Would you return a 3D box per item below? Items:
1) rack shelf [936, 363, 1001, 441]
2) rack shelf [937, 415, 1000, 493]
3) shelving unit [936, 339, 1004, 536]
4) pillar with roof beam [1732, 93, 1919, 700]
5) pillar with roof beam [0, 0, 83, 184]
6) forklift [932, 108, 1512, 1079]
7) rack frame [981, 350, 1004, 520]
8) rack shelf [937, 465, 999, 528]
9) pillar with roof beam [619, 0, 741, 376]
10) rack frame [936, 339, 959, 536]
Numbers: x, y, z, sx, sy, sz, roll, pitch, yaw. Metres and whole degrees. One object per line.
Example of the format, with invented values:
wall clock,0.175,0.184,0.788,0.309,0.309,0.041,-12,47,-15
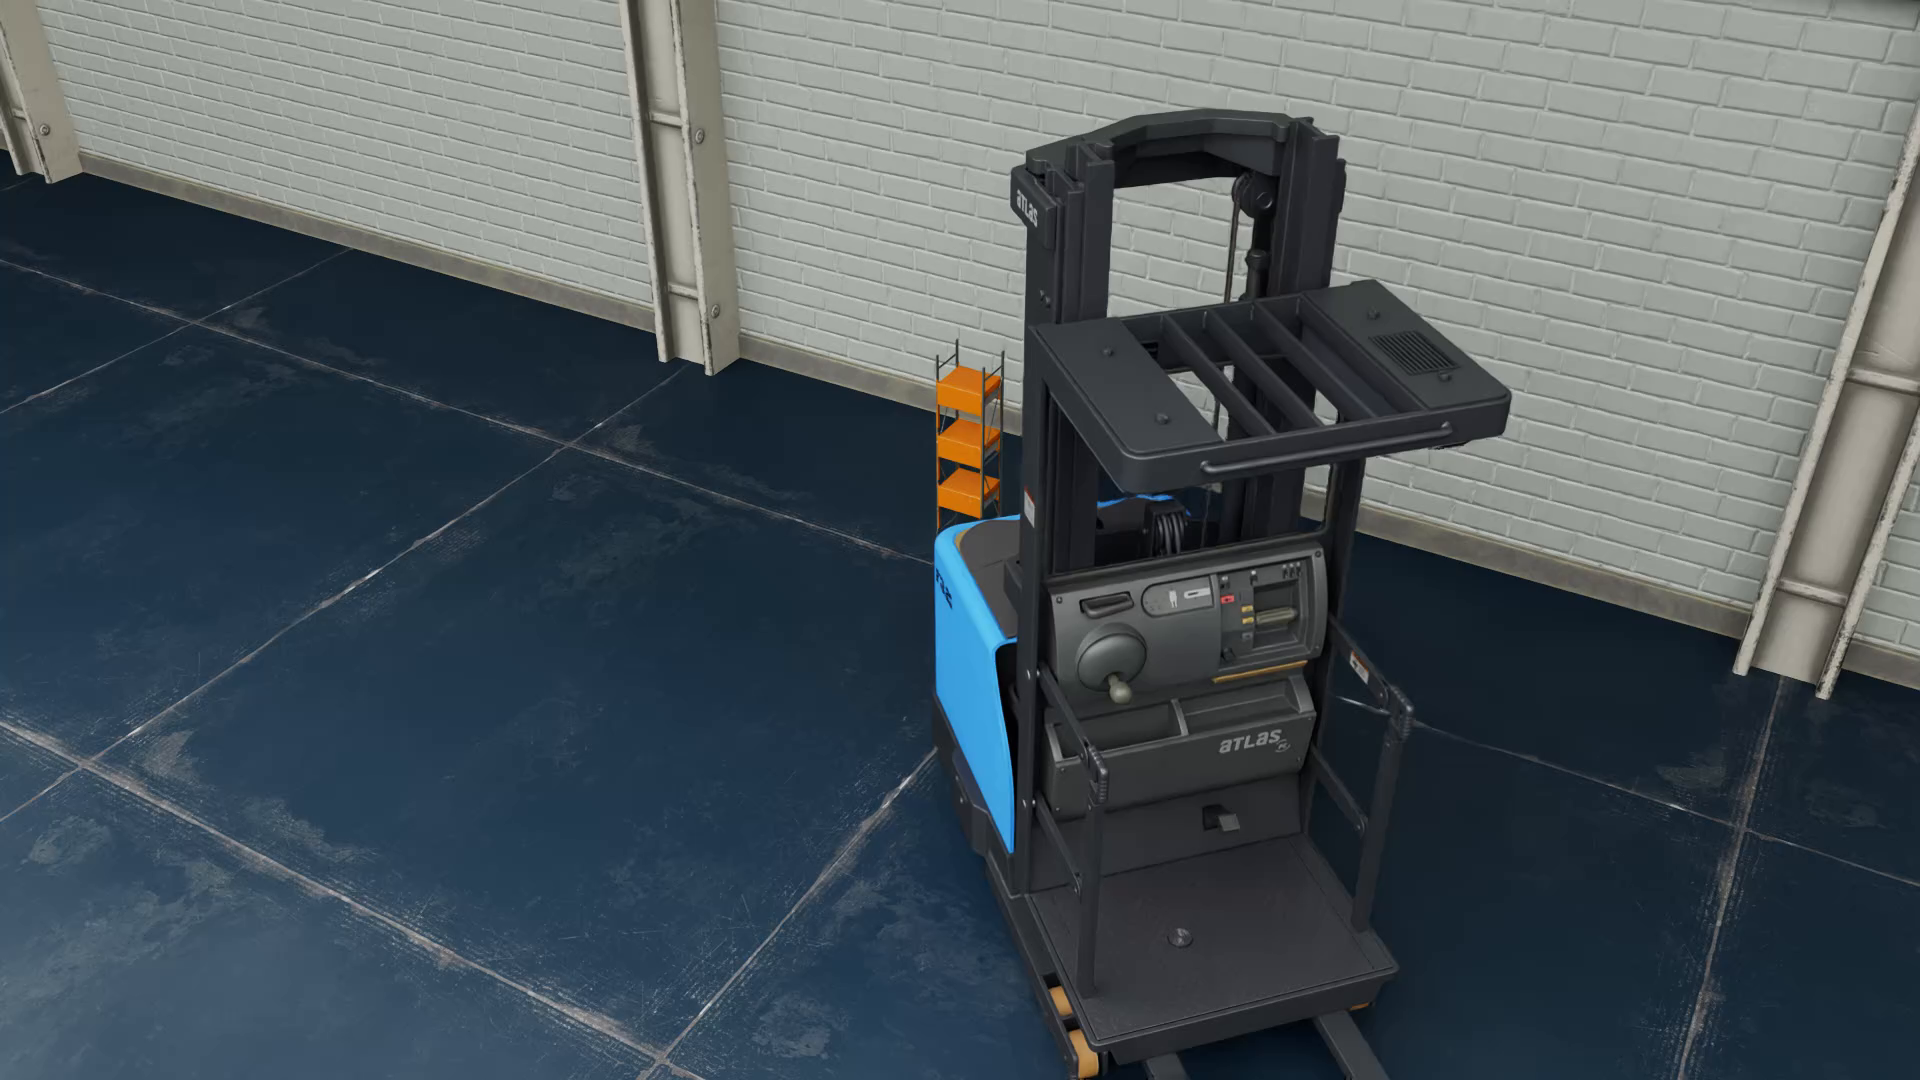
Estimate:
rack shelf,0.046,-0.650,7.785,0.240,0.259,0.215,18,37,24
rack shelf,0.046,-0.413,7.943,0.240,0.259,0.215,18,37,24
shelving unit,0.046,-0.422,7.937,0.252,1.050,0.215,18,37,24
pillar with roof beam,1.535,-1.108,1.794,0.400,9.000,9.100,18,37,24
pillar with roof beam,-8.884,-4.408,6.750,0.400,9.000,9.100,18,37,24
forklift,0.799,0.328,5.113,1.130,2.935,3.031,-9,35,-14
rack frame,0.152,-0.389,7.887,0.008,1.050,0.200,18,37,24
rack shelf,0.046,-0.182,8.097,0.240,0.259,0.215,18,37,24
pillar with roof beam,-3.675,-2.758,4.272,0.400,9.000,9.100,18,37,24
rack frame,-0.059,-0.456,7.987,0.008,1.050,0.200,18,37,24
